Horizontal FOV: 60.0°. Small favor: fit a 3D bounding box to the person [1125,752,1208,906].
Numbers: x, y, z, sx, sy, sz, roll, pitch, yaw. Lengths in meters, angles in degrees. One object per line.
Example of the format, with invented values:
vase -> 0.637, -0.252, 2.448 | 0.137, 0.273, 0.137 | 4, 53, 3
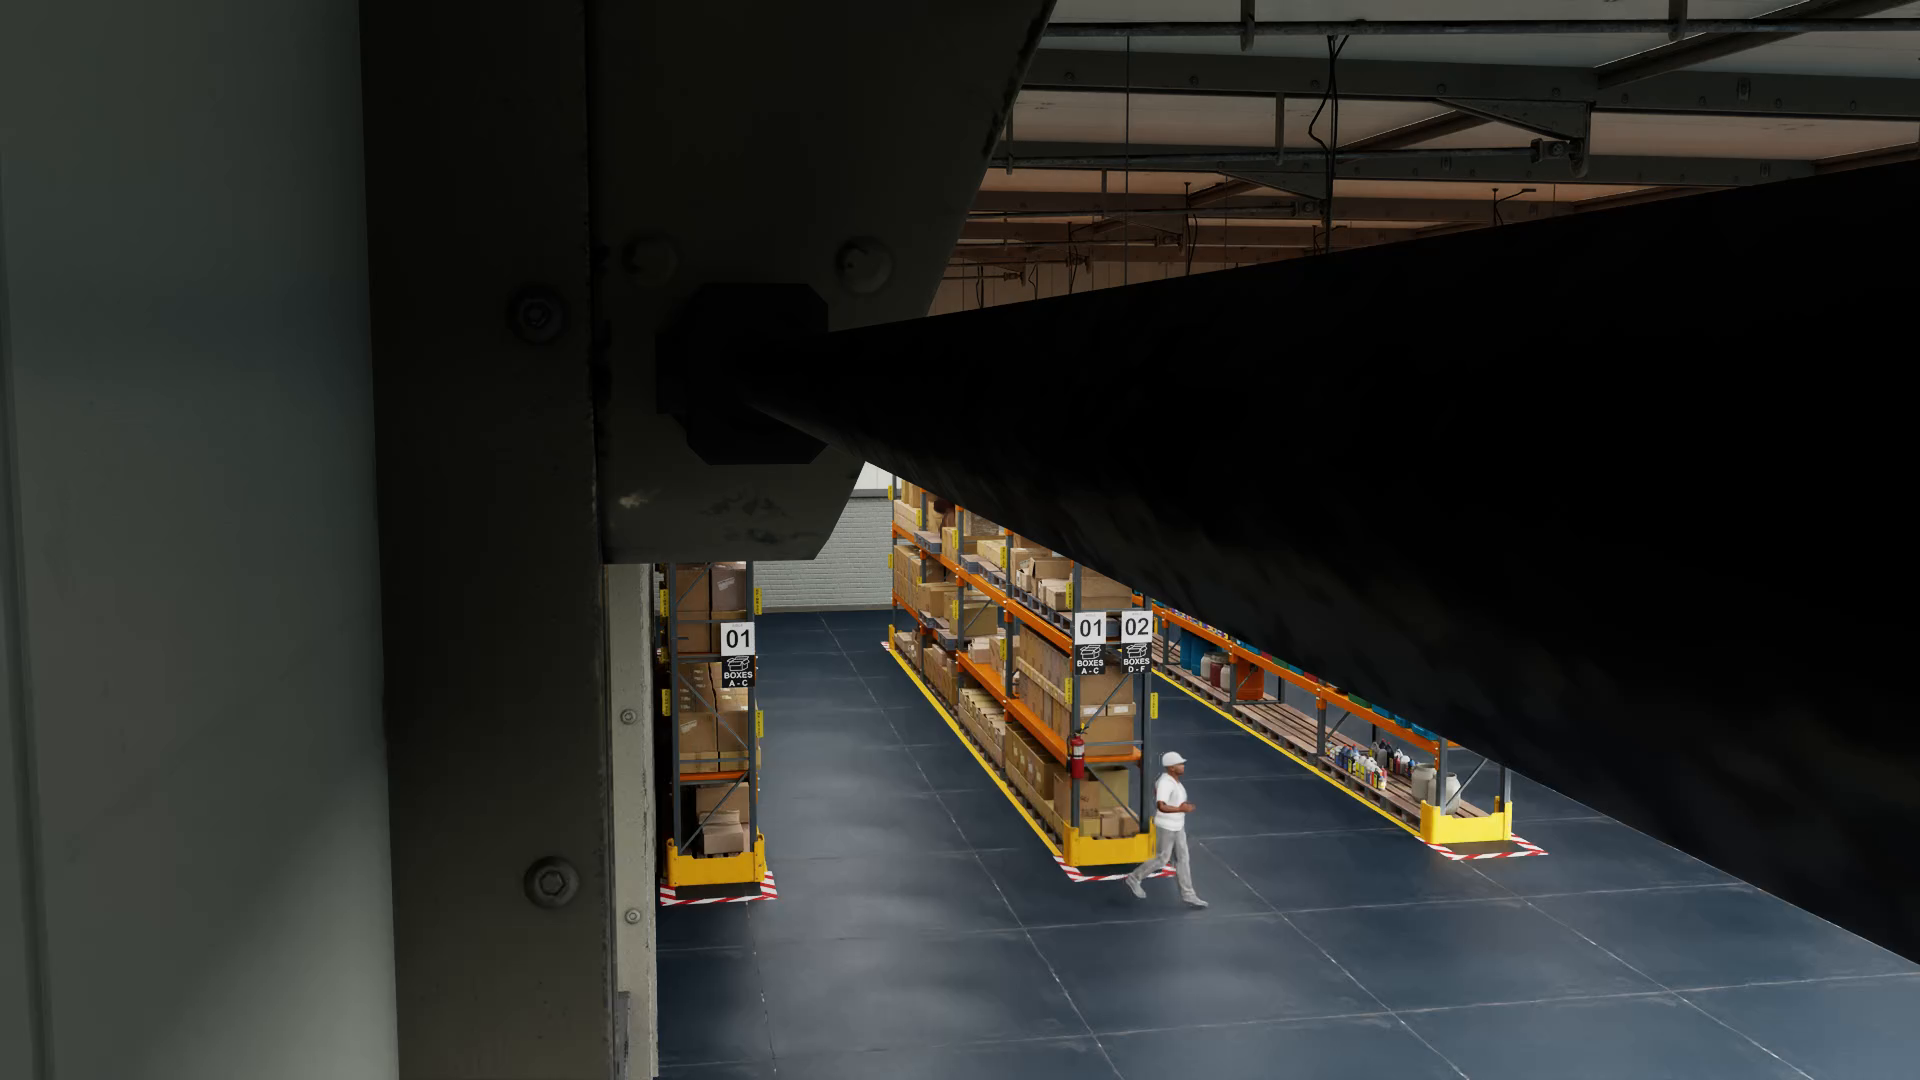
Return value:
person -> 2.452, 3.350, 19.400 | 0.978, 1.766, 0.710 | 3, 7, 24
